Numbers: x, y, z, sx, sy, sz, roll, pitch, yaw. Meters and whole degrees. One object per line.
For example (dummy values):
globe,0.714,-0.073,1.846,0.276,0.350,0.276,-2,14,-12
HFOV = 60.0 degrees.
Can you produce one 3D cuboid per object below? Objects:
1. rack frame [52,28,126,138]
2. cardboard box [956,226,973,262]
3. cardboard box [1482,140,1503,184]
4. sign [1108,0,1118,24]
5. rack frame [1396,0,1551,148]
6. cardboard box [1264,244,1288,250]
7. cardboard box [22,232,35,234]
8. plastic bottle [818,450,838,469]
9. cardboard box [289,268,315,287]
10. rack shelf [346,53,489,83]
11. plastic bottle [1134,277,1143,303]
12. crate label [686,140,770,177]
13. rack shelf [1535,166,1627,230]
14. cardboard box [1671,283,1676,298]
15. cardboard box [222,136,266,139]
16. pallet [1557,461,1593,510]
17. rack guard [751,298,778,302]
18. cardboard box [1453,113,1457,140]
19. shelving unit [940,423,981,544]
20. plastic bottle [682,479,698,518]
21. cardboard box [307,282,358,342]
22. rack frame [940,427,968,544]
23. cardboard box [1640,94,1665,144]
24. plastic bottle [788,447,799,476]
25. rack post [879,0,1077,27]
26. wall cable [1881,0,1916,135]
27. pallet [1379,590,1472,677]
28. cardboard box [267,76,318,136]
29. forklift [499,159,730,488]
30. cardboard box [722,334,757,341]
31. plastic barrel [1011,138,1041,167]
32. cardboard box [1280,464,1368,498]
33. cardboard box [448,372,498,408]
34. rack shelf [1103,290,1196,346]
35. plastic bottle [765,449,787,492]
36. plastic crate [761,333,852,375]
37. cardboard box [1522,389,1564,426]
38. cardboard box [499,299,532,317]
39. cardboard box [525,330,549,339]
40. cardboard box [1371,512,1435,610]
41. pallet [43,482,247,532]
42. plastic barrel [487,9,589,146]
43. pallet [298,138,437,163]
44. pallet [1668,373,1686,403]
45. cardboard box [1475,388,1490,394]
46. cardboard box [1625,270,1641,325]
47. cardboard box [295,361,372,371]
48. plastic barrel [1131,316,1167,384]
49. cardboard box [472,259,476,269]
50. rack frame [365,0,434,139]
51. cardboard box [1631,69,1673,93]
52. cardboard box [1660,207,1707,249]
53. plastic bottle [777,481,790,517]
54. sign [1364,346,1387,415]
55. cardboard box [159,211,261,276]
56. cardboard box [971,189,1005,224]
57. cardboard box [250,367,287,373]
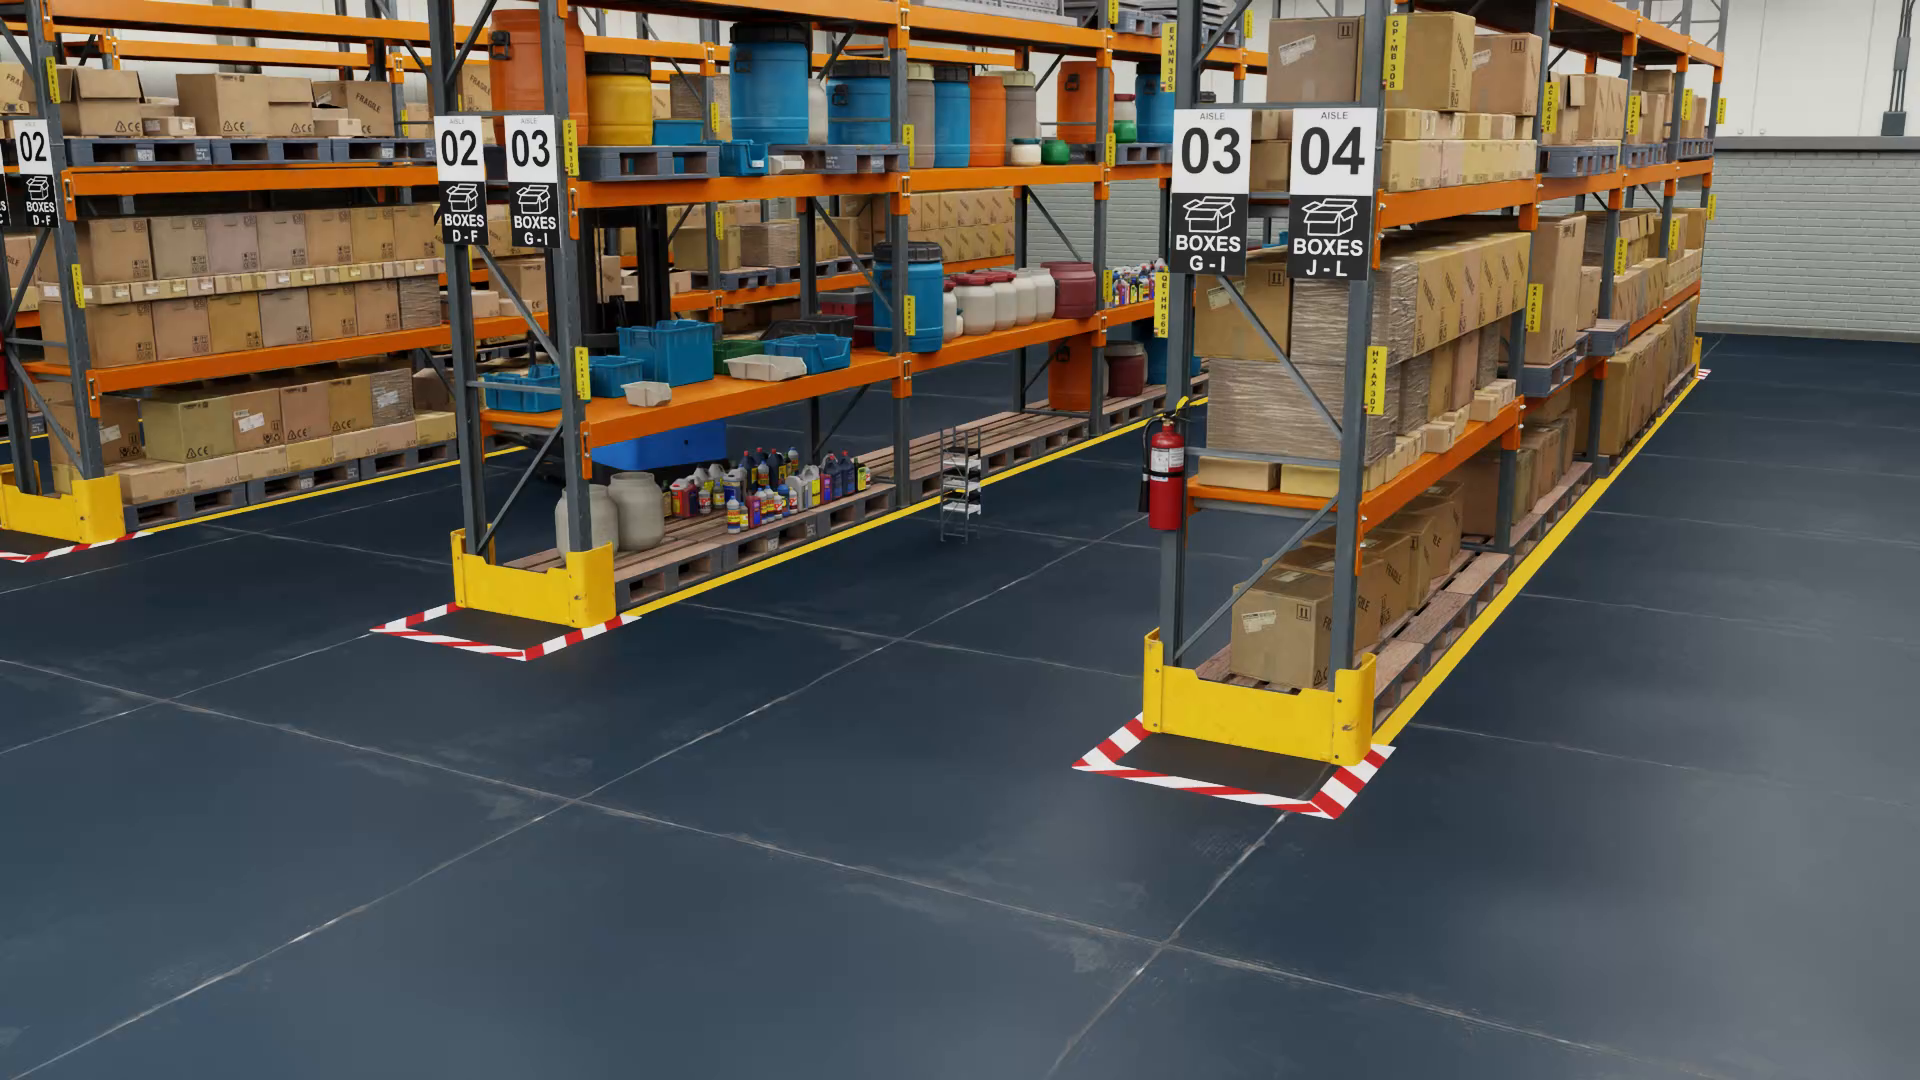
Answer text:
rack frame,-9.566,-5.826,17.998,1.000,3.000,0.127,7,15,28
cardboard box,-0.142,-4.425,24.774,0.500,0.500,0.500,7,15,27
cardboard box,2.947,-2.277,9.997,0.500,0.250,0.500,7,15,28
sign,1.526,-5.306,16.531,0.100,0.325,0.005,7,15,28
rack frame,3.443,-4.142,11.014,1.000,3.000,0.127,7,15,28
cardboard box,2.039,-1.431,9.586,0.500,0.500,0.500,7,15,28
cardboard box,-9.976,-3.138,18.327,0.500,0.500,0.500,7,15,27
plastic bottle,-1.078,-0.565,13.688,0.144,0.351,0.185,7,15,28
cardboard box,-5.912,-2.318,14.649,0.380,0.149,0.250,8,16,30
rack shelf,-6.665,-6.513,23.235,1.077,0.370,4.000,7,15,28
plastic bottle,1.973,-2.768,18.362,0.061,0.283,0.133,7,15,28
crate label,-1.633,-2.699,11.745,0.502,0.251,0.408,7,15,28
rack shelf,4.409,-2.745,13.152,1.077,0.370,4.000,7,15,28
cardboard box,7.998,-2.876,19.099,0.380,0.149,0.250,8,16,30
cardboard box,-8.635,-4.976,19.766,0.500,0.500,0.500,7,15,26
pallet,4.997,-0.531,14.784,1.003,0.211,1.213,7,15,28
rack guard,-3.753,-4.161,29.227,1.175,0.500,0.348,7,15,28
cardboard box,2.583,-2.334,9.384,0.380,0.149,0.250,7,15,27
shelving unit,0.004,-0.439,12.935,0.258,0.900,0.210,7,15,28
plastic bottle,-2.083,-0.323,12.829,0.061,0.283,0.133,7,15,28
cardboard box,-5.932,-2.094,15.107,0.700,0.500,0.500,8,16,29
rack frame,-0.045,-0.418,12.848,0.240,0.900,0.006,7,15,28
cardboard box,7.038,-4.458,17.615,0.700,0.500,0.500,8,16,29
plastic bottle,-1.431,-0.659,14.248,0.097,0.271,0.097,0,14,0
rack post,-0.016,-5.214,15.035,1.013,1.000,3.121,7,15,28
wall cable,14.994,-8.938,24.042,2.277,5.999,0.120,7,15,28
pallet,2.560,0.523,10.414,1.003,0.211,1.213,7,15,28
cardboard box,-6.134,-3.806,14.605,0.797,0.503,0.637,9,16,34
forklift,-3.369,-2.048,15.275,1.130,2.935,3.031,-11,17,-38
cardboard box,-2.824,-2.229,20.275,0.500,0.500,0.500,8,16,30
plastic barrel,0.630,-3.711,15.922,0.301,0.262,0.301,0,14,0
cardboard box,1.855,-0.314,8.473,0.380,0.149,0.250,7,15,28
cardboard box,-4.810,-1.545,16.818,0.500,0.311,0.500,7,15,28
rack shelf,2.007,-2.668,19.236,1.077,0.370,4.000,7,15,28
plastic bottle,-1.520,-0.578,13.744,0.144,0.351,0.185,7,15,28
plastic crate,-1.190,-1.457,12.993,0.499,0.251,0.616,7,15,28
cardboard box,4.831,-1.159,14.235,0.500,0.250,0.500,9,16,34
cardboard box,-4.620,-2.385,17.064,0.380,0.149,0.250,7,15,28
cardboard box,-6.326,-3.379,24.340,0.750,0.750,0.750,8,16,30
cardboard box,2.713,0.117,10.583,0.500,0.500,0.500,6,15,23
pallet,-6.828,-0.334,13.970,1.003,0.211,1.213,7,15,28
plastic barrel,-2.703,-2.951,10.663,0.600,0.830,0.708,7,15,28
pallet,-5.617,-3.586,15.297,1.003,0.211,1.213,7,15,28
pallet,8.335,-1.910,20.505,1.003,0.211,1.213,7,15,28
cardboard box,3.293,-0.931,11.033,0.380,0.149,0.250,7,15,28
cardboard box,6.341,-2.375,16.273,0.500,0.500,0.500,7,15,27
cardboard box,-5.961,-1.418,15.885,0.500,0.500,0.500,7,15,28
plastic barrel,2.354,-2.357,19.992,0.600,0.901,0.708,7,15,28
cardboard box,-6.924,-3.820,22.972,0.380,0.149,0.250,7,15,27
rack frame,-5.227,-5.265,15.673,1.000,3.000,0.127,7,15,28
cardboard box,7.770,-5.183,18.811,0.500,0.250,0.500,6,15,24
cardboard box,9.238,-3.994,21.286,0.500,0.500,0.500,8,16,29
plastic bottle,-1.366,-0.323,12.855,0.097,0.271,0.097,0,14,0
sign,1.984,-0.764,7.957,0.100,0.325,0.005,7,15,28
cardboard box,-6.406,-2.525,14.124,0.700,0.500,0.500,7,15,28
cardboard box,0.356,-5.119,25.521,0.500,0.500,0.500,8,16,30
cardboard box,-8.736,-2.273,20.455,0.700,0.500,0.500,8,15,29
